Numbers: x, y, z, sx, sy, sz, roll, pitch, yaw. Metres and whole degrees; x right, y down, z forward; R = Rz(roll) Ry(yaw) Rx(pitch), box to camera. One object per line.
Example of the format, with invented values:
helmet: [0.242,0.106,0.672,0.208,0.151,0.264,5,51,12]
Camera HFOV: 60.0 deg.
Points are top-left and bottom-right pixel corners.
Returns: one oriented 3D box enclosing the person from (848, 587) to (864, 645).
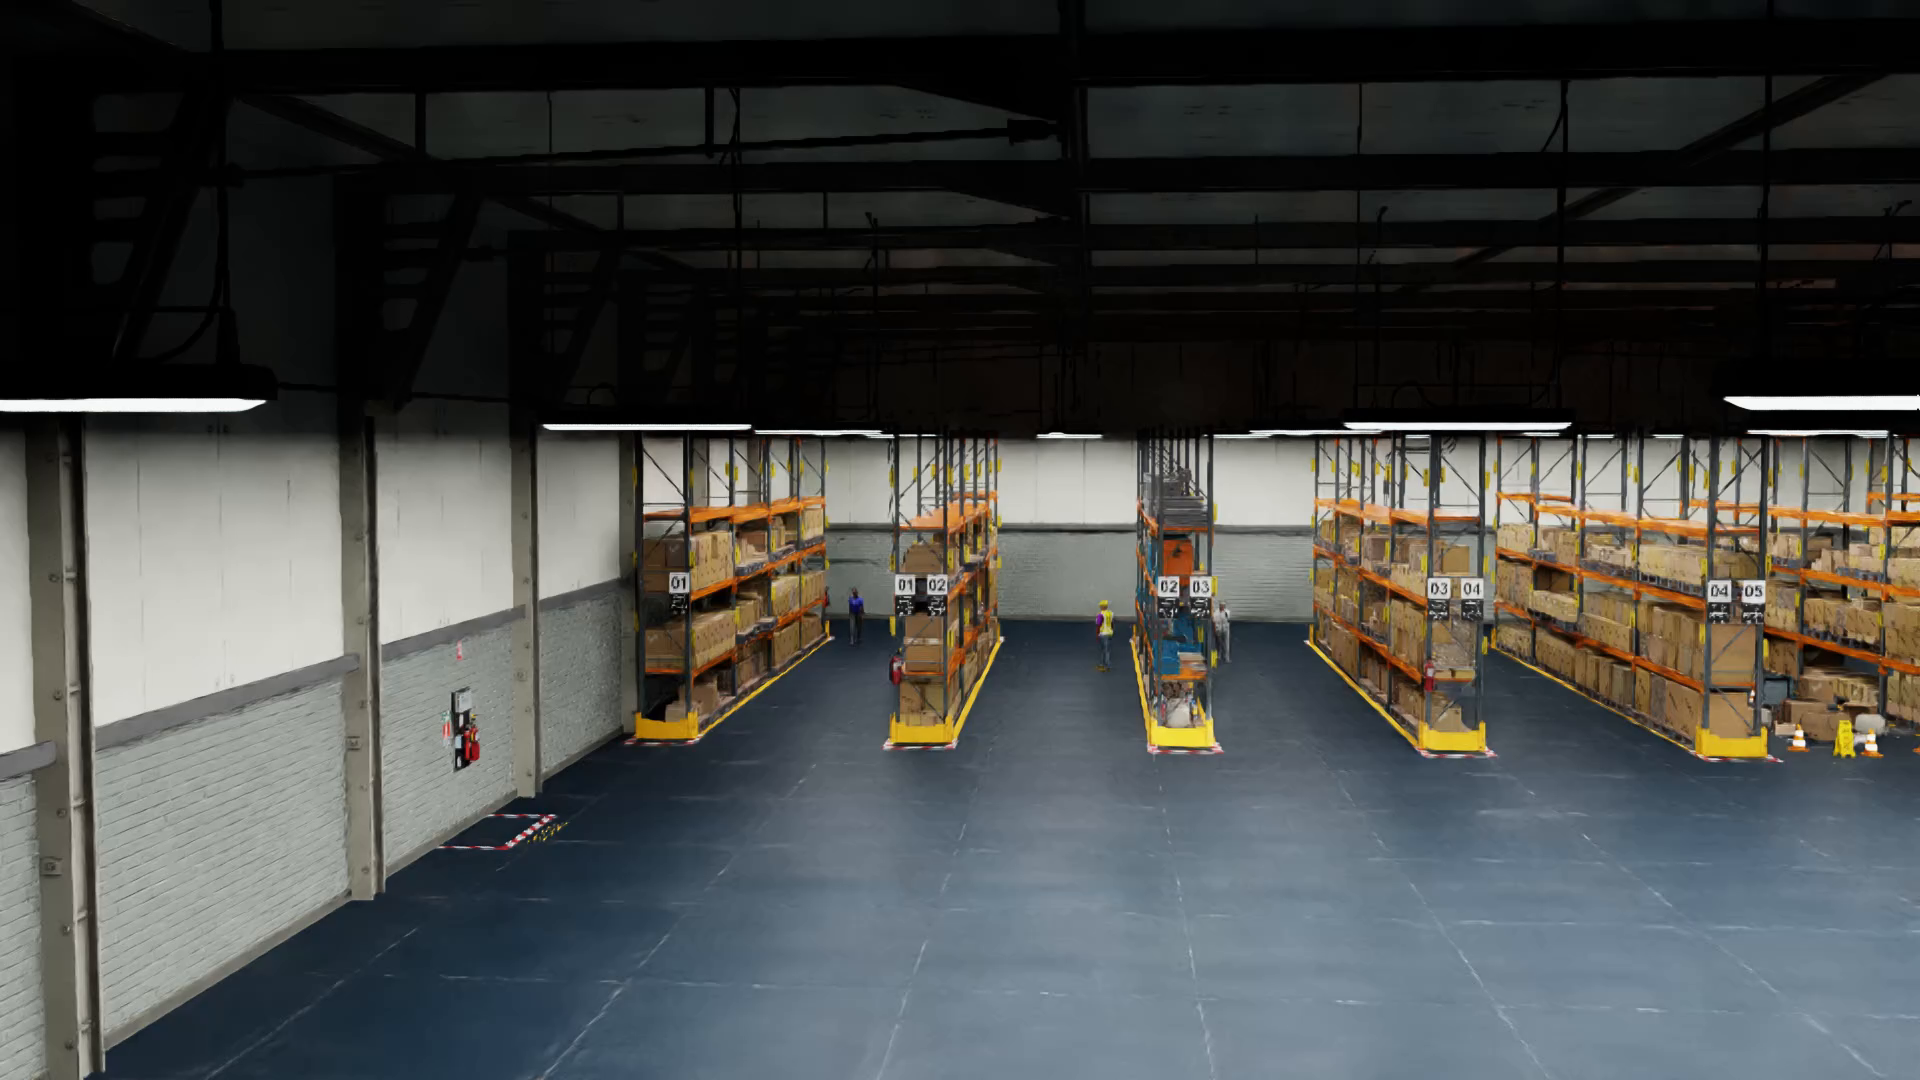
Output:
person: [-2.906,2.118,46.606,0.461,1.596,0.989,0,3,3]

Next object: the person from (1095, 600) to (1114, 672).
person: [3.550,2.350,41.202,0.580,1.763,0.673,2,4,35]

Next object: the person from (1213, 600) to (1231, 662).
person: [6.776,2.326,43.022,0.456,1.589,1.088,0,3,7]

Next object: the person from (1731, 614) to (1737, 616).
person: [18.300,2.545,39.416,0.532,1.588,0.535,2,4,27]
